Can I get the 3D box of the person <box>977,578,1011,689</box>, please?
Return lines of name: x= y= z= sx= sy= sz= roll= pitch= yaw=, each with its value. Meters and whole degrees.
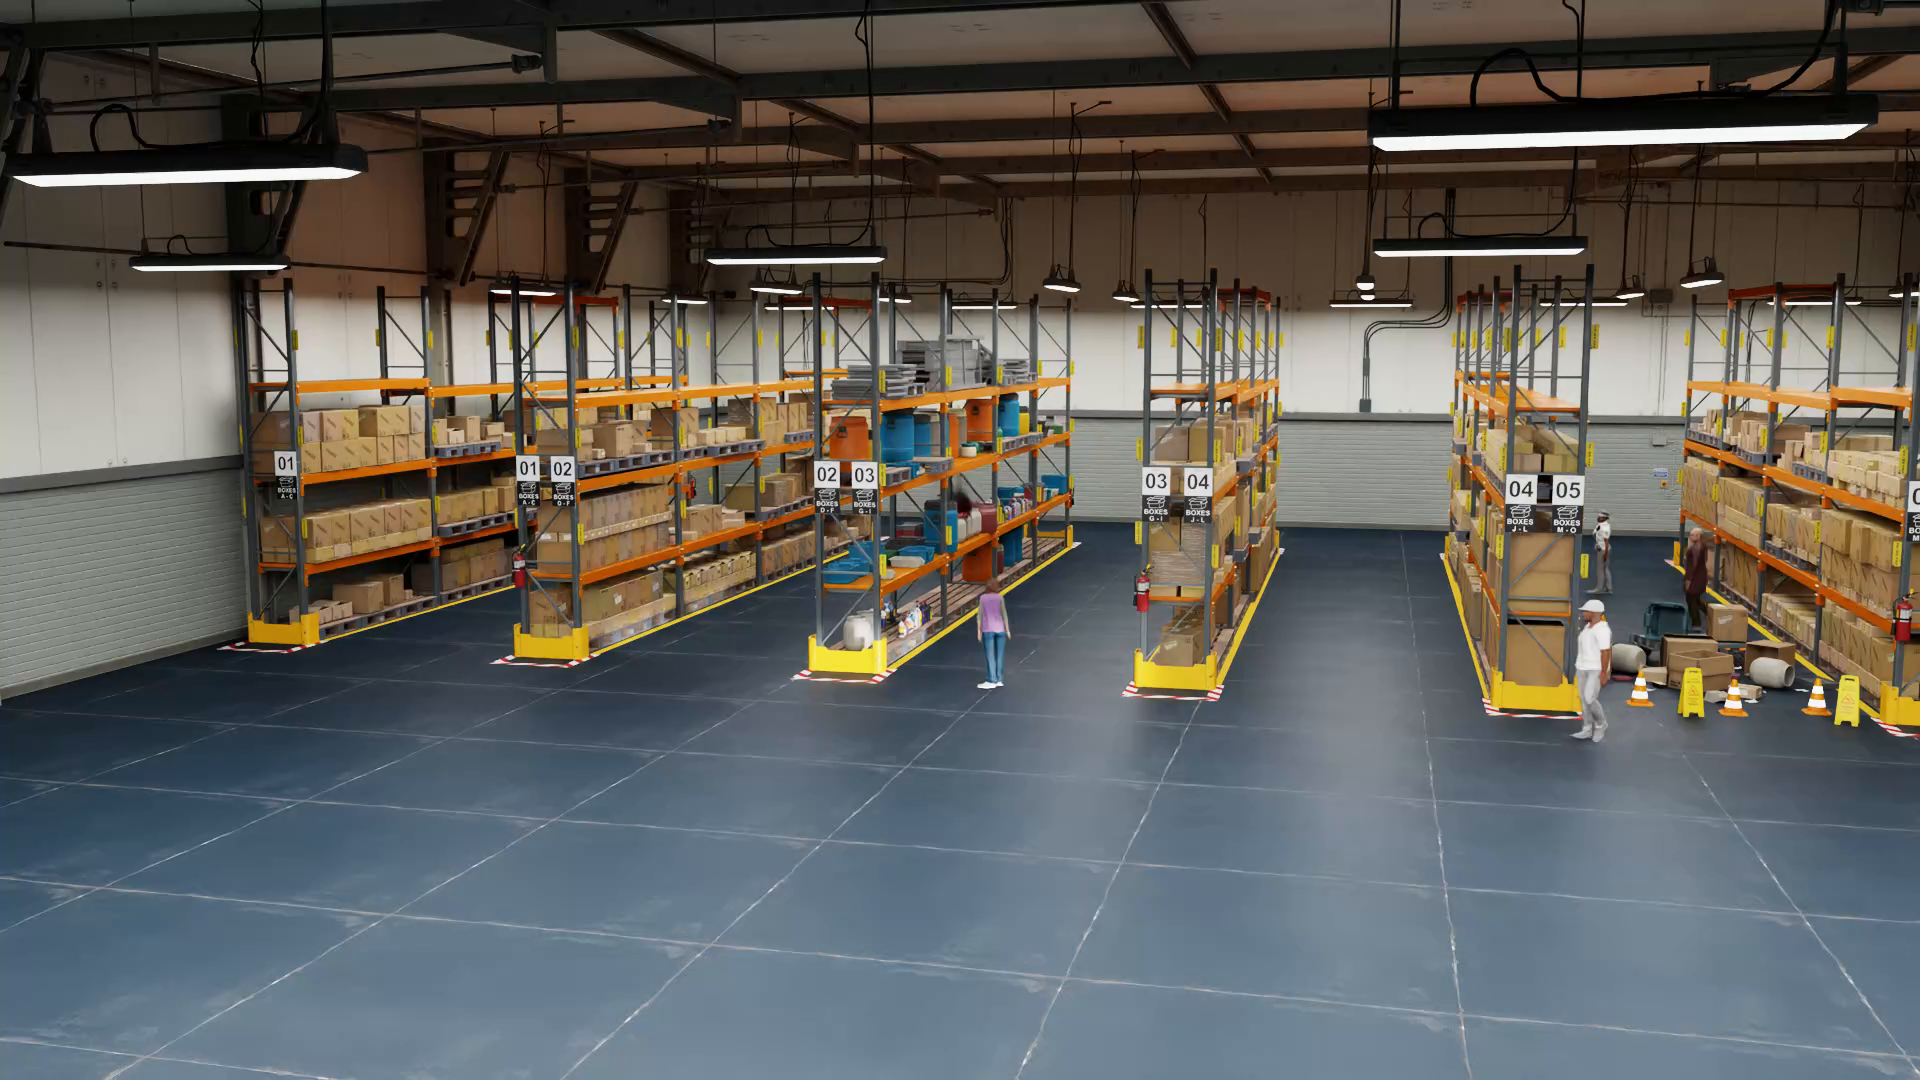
person: x=0.485 y=1.339 z=23.979 sx=0.479 sy=1.608 sz=0.395 roll=-1 pitch=7 yaw=-9

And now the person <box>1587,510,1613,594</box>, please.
person: x=12.716 y=0.234 z=32.922 sx=0.436 sy=1.683 sz=0.463 roll=4 pitch=8 yaw=32

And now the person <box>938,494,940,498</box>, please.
person: x=-0.354 y=-0.226 z=36.626 sx=0.359 sy=1.671 sz=0.544 roll=3 pitch=7 yaw=22

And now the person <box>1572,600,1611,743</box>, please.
person: x=7.898 y=1.636 z=20.770 sx=0.470 sy=1.786 sz=0.542 roll=-4 pitch=8 yaw=-29

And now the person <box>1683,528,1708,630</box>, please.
person: x=12.735 y=0.676 z=28.662 sx=0.607 sy=1.772 sz=0.600 roll=-4 pitch=8 yaw=-27
